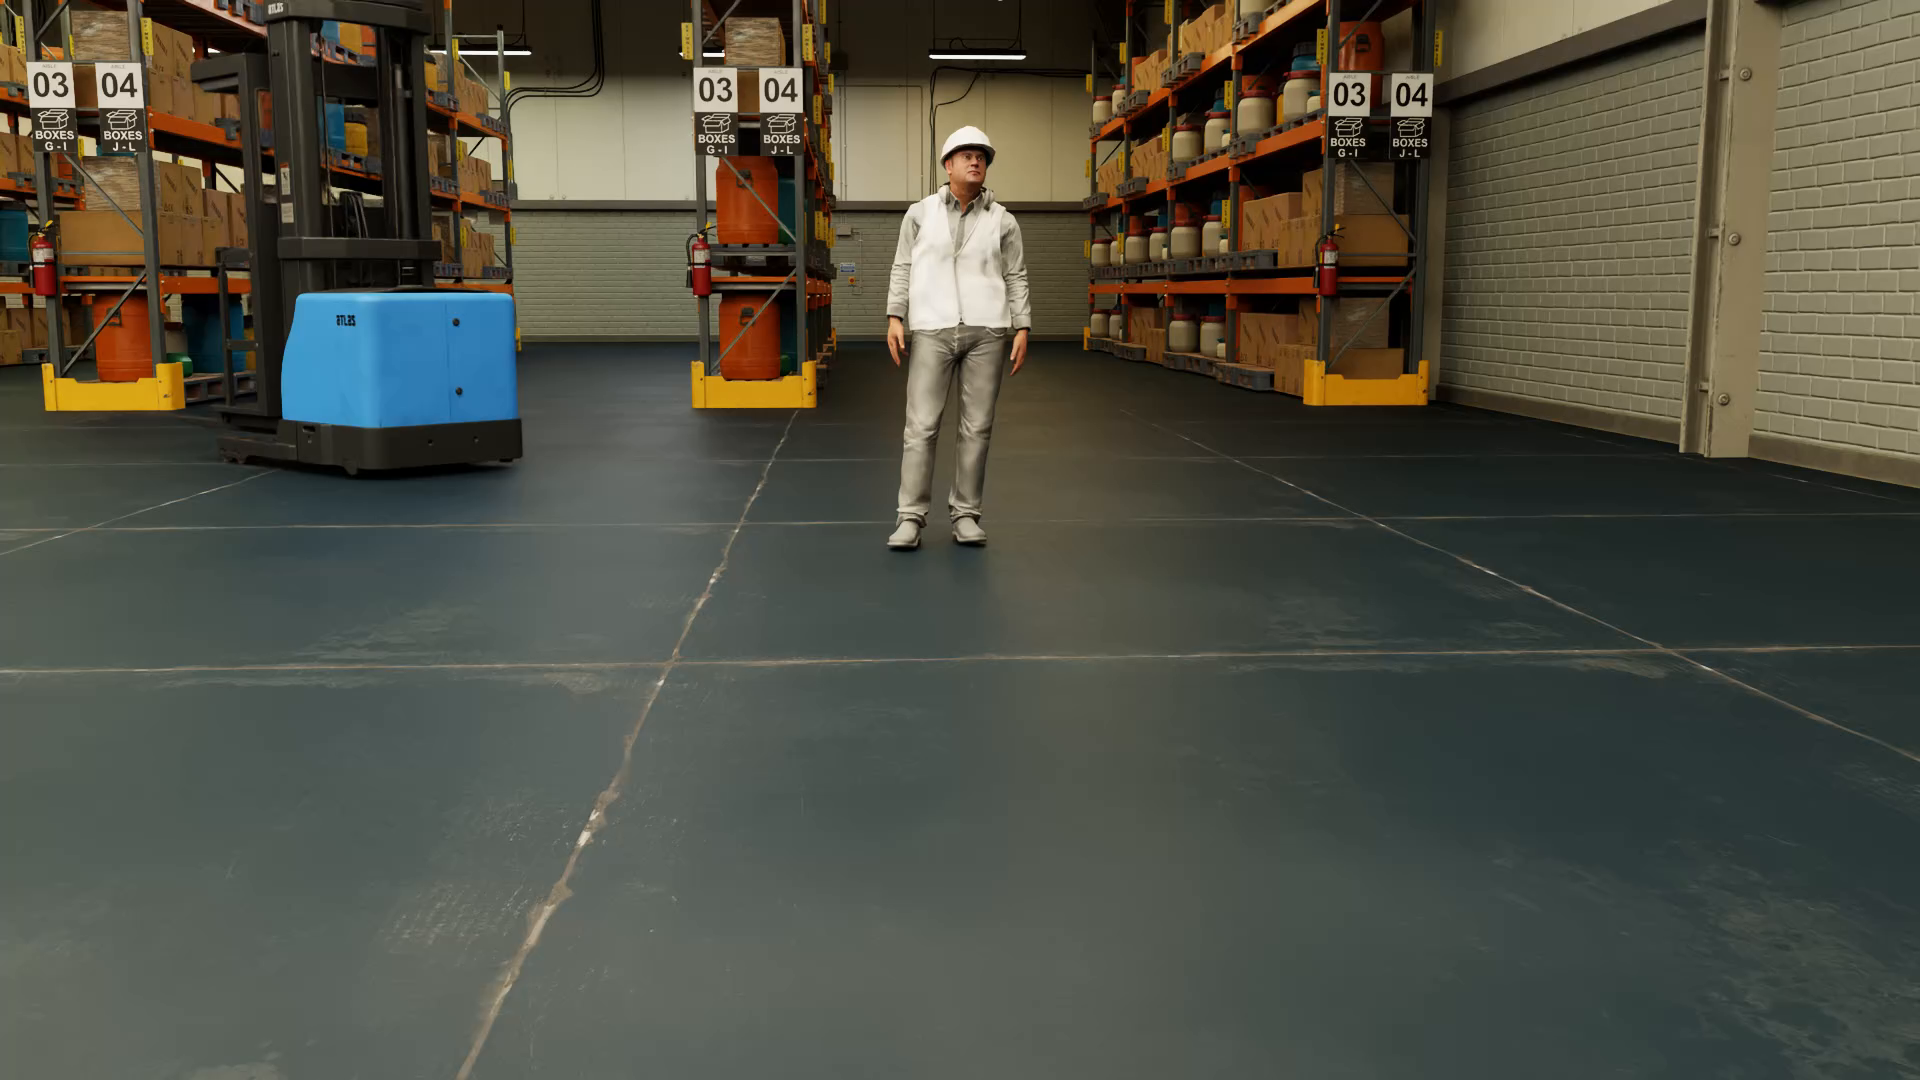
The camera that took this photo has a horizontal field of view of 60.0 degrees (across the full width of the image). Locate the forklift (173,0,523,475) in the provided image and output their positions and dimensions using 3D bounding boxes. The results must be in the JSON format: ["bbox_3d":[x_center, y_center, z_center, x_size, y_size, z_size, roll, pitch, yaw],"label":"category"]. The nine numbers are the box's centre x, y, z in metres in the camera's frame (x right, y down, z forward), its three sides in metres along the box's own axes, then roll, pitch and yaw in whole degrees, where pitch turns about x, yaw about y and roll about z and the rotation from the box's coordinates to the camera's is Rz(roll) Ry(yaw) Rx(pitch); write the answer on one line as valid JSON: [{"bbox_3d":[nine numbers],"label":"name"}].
[{"bbox_3d":[-4.134,-1.979,10.658,3.031,2.935,1.130,7,11,41],"label":"forklift"}]

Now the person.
[{"bbox_3d":[-0.005,-0.876,7.117,0.632,1.773,0.568,-1,8,-4],"label":"person"}]
